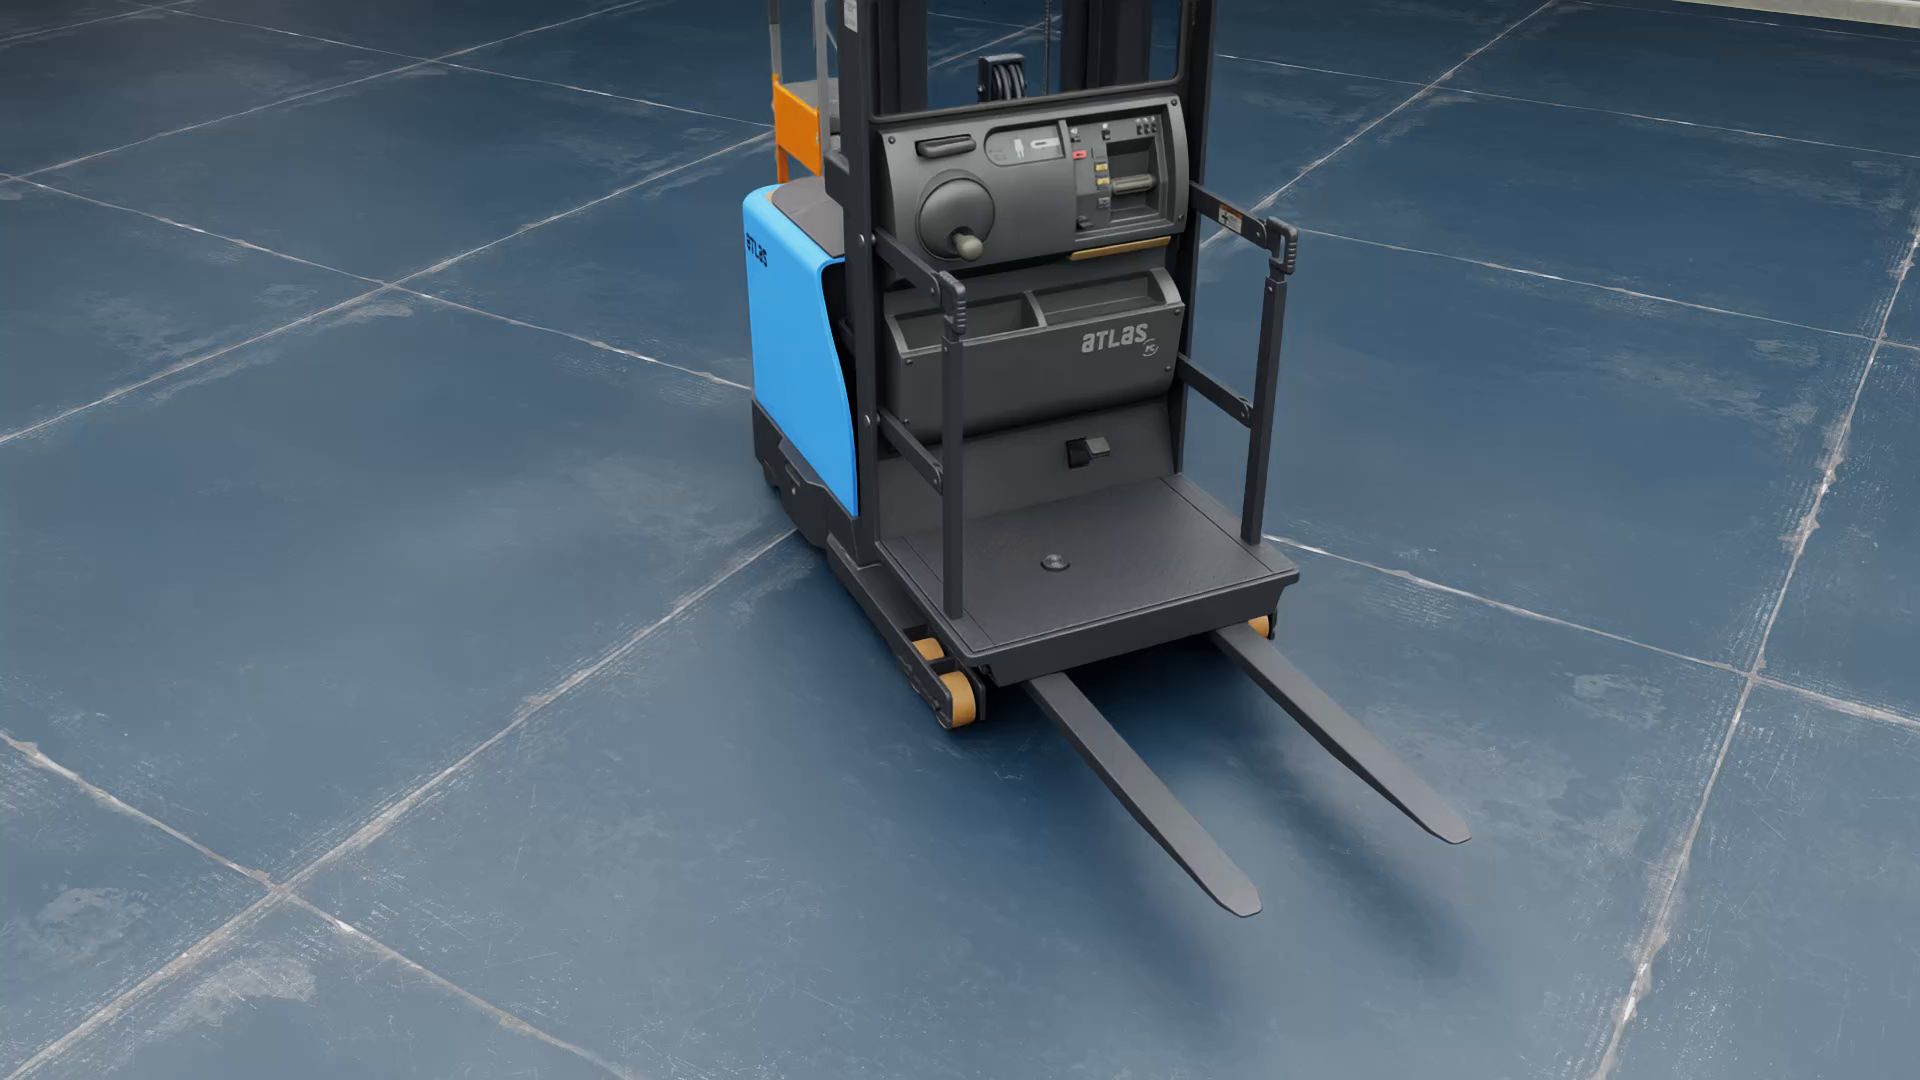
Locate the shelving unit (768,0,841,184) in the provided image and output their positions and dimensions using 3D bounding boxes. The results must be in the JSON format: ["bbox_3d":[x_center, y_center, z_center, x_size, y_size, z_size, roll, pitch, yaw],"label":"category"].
[{"bbox_3d":[-0.404,-1.432,6.119,0.431,2.100,0.503,-13,32,-21],"label":"shelving unit"}]

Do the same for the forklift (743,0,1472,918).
[{"bbox_3d":[0.317,-0.970,4.503,1.130,2.935,3.031,-13,33,-21],"label":"forklift"}]

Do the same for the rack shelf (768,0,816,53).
[{"bbox_3d":[-0.406,-2.027,5.776,0.431,0.518,0.480,-13,32,-21],"label":"rack shelf"}]

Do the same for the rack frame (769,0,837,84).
[{"bbox_3d":[-0.506,-1.543,6.311,0.400,2.100,0.015,-13,32,-21],"label":"rack frame"}]

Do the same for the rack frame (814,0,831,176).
[{"bbox_3d":[-0.303,-1.322,5.926,0.400,2.100,0.015,-13,32,-21],"label":"rack frame"}]

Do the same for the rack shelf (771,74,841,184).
[{"bbox_3d":[-0.404,-1.421,6.125,0.431,0.518,0.480,-13,32,-21],"label":"rack shelf"}]
